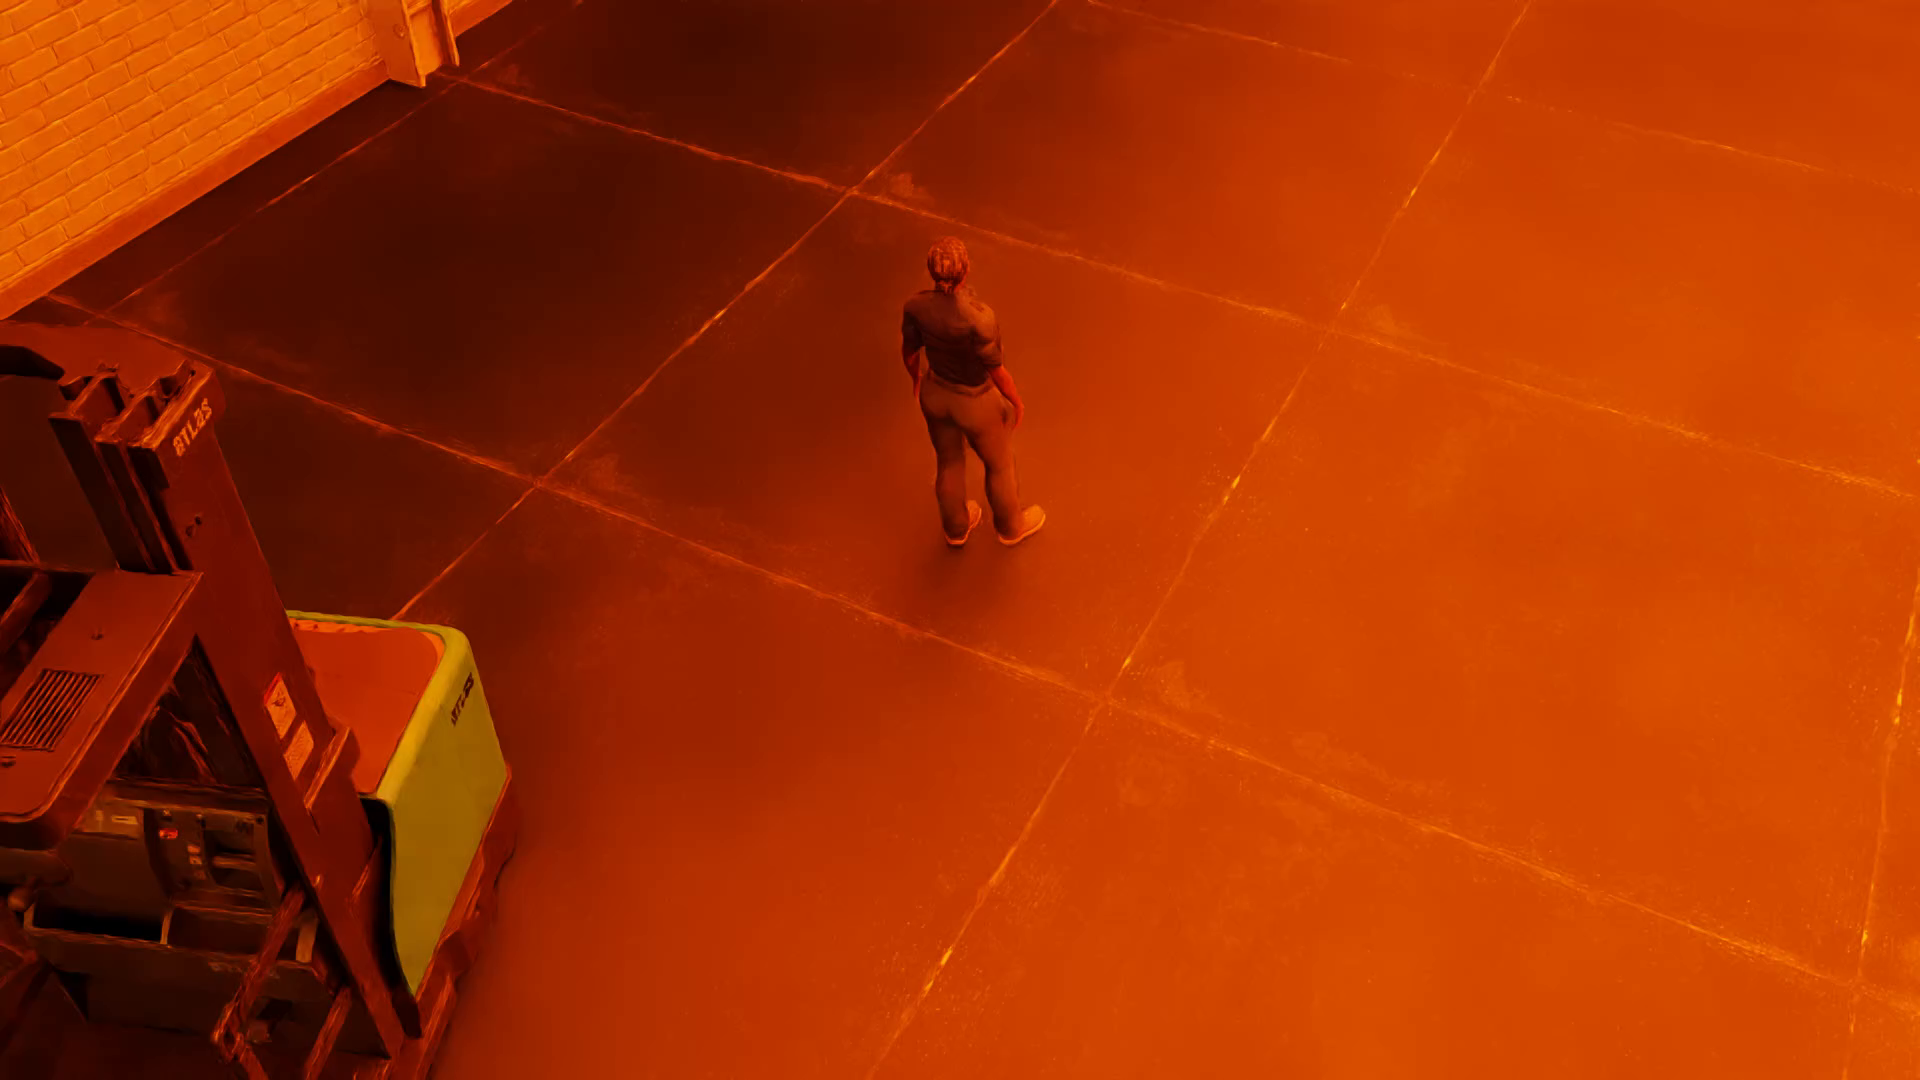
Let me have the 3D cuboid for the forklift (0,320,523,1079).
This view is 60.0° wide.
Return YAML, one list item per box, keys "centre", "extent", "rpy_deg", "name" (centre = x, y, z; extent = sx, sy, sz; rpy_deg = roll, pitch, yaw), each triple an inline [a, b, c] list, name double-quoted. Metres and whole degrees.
- centre: [-2.431, 0.984, 4.610]
  extent: [1.130, 2.935, 3.031]
  rpy_deg: [5, 44, 6]
  name: "forklift"

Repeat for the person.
- centre: [0.058, -0.654, 7.269]
  extent: [0.570, 1.654, 0.503]
  rpy_deg: [20, 47, 20]
  name: "person"
